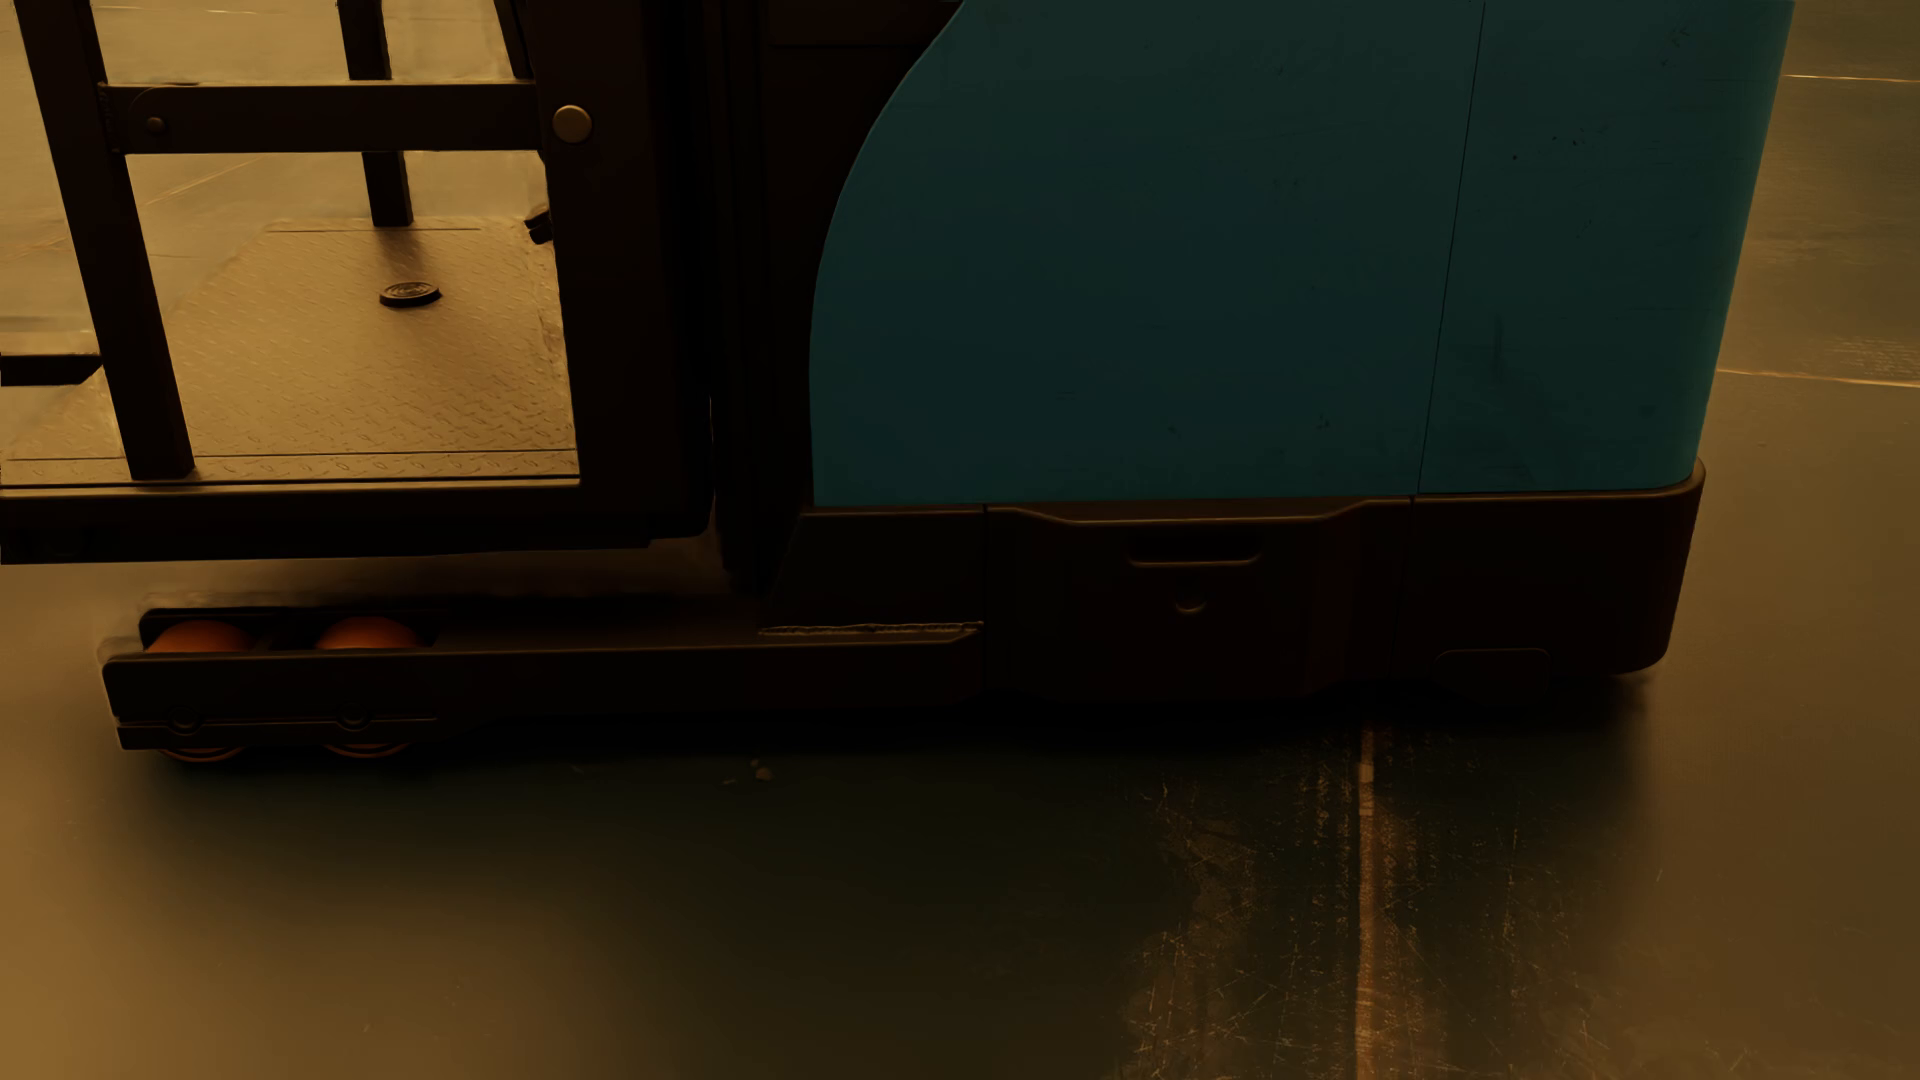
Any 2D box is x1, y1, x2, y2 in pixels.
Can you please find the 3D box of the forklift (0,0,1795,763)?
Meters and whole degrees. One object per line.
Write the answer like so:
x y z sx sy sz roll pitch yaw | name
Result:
-0.641 -1.288 1.799 3.031 2.935 1.130 -1 27 -2 | forklift
